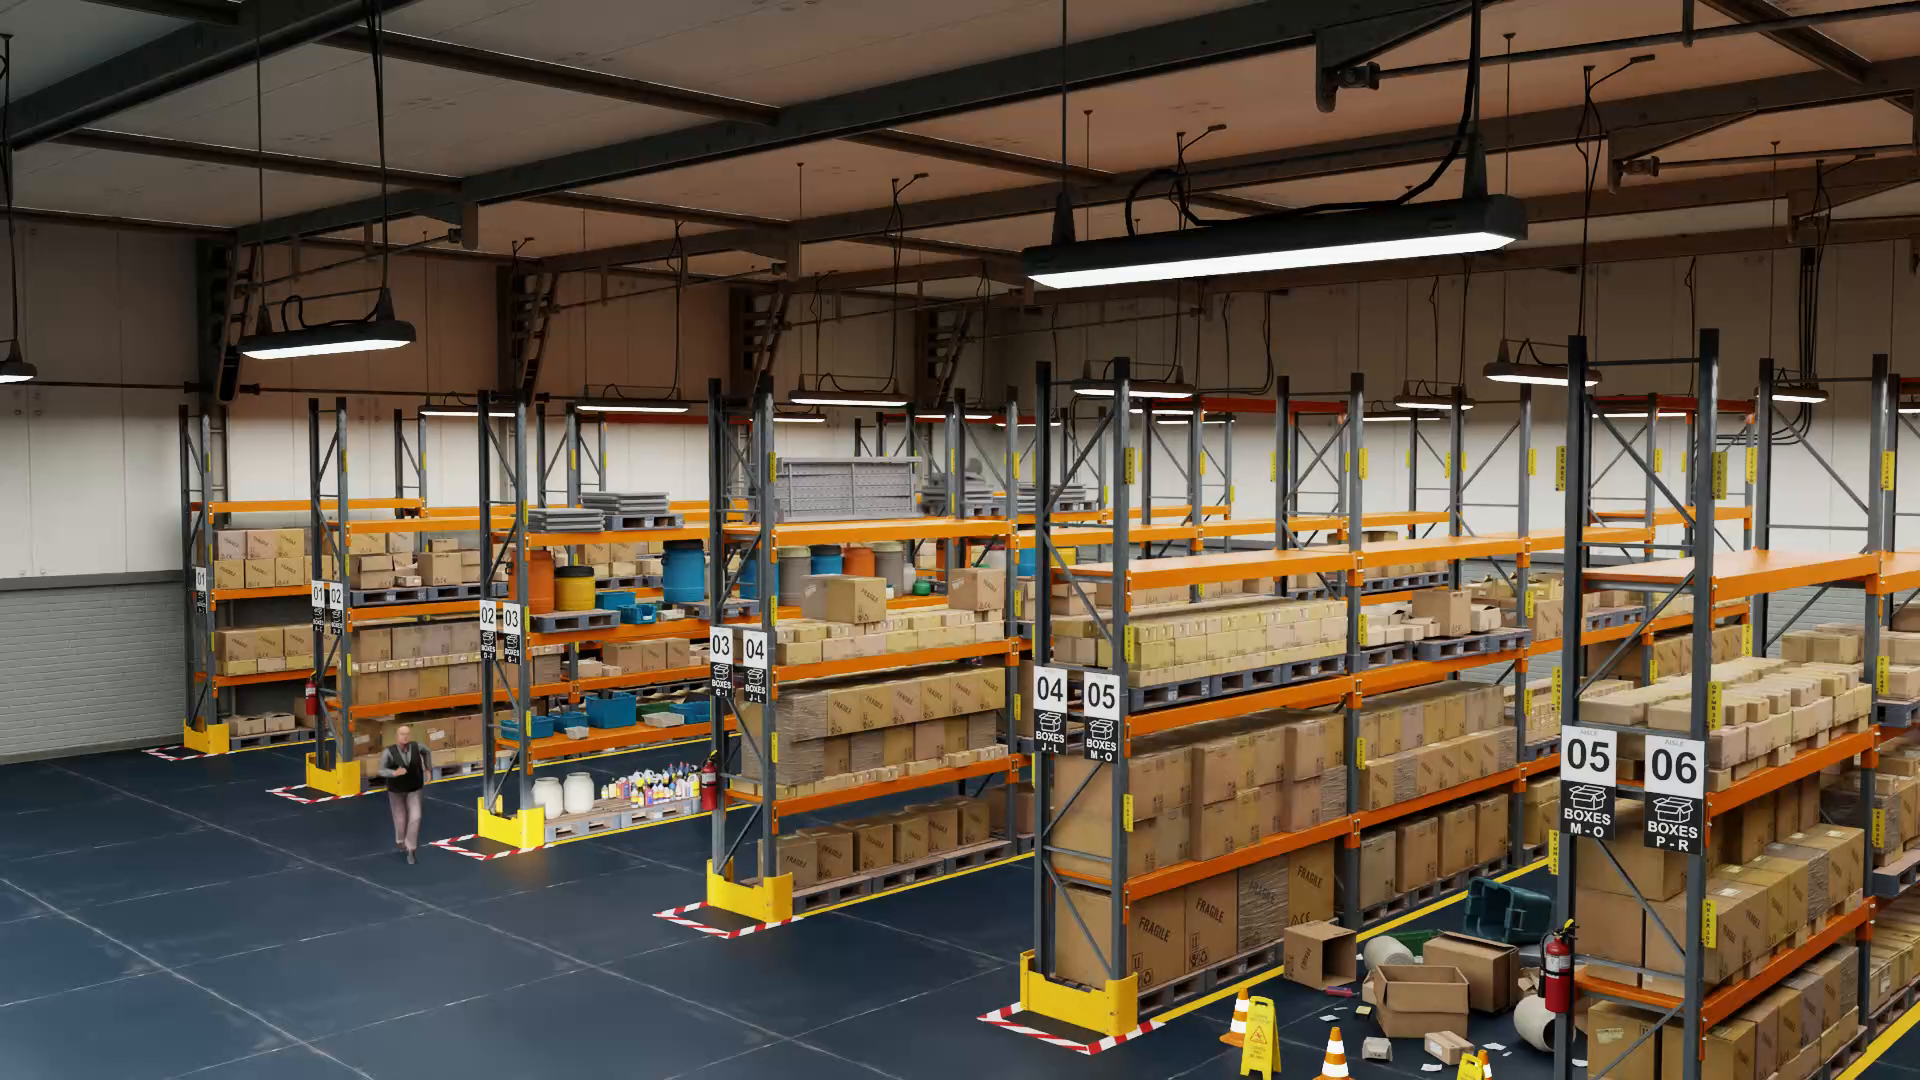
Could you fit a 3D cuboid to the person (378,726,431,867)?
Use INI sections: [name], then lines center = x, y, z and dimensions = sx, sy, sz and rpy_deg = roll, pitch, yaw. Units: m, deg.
[person]
center = -7.008, 3.206, 21.007
dimensions = 0.678, 1.757, 0.846
rpy_deg = -1, 3, -26
